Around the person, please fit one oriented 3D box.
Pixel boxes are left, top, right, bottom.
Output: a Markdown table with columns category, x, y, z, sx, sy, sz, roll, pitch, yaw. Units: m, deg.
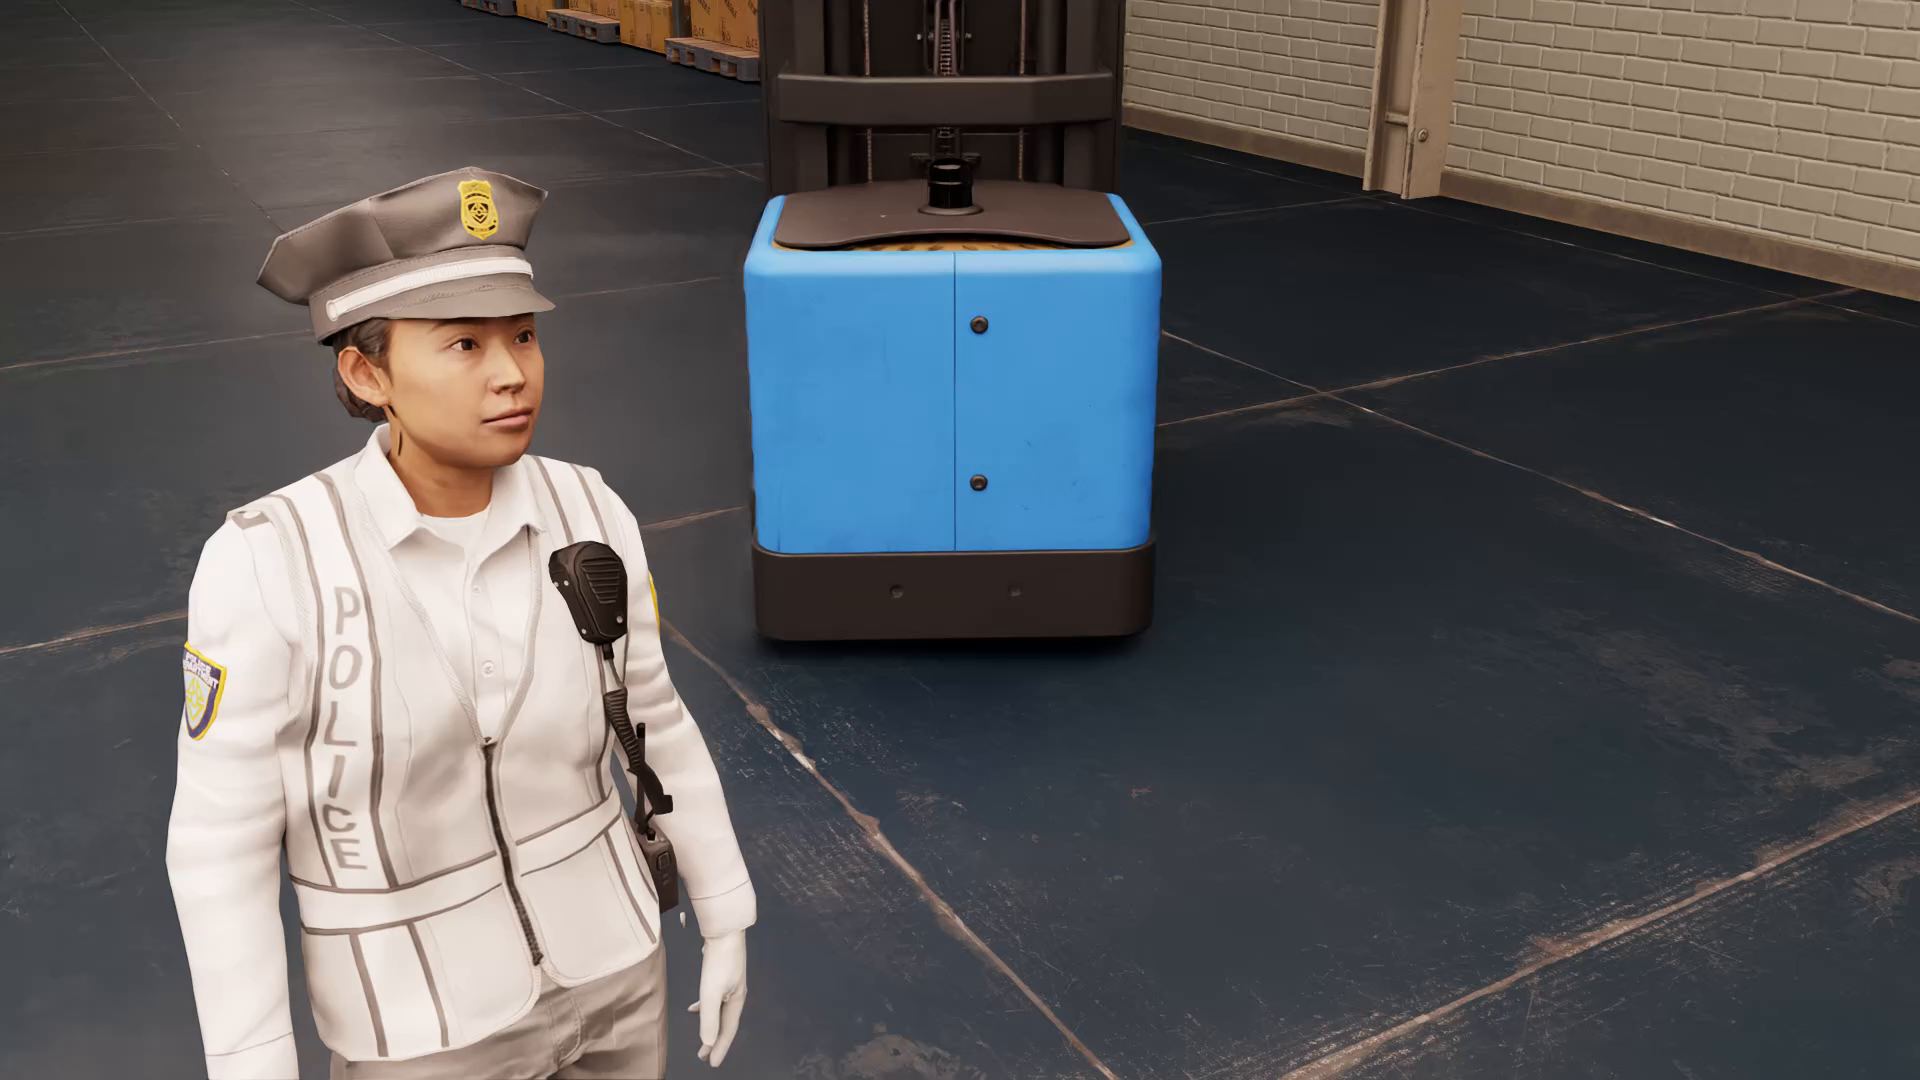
| category | x | y | z | sx | sy | sz | roll | pitch | yaw |
| --- | --- | --- | --- | --- | --- | --- | --- | --- | --- |
| person | -0.437 | 0.495 | 1.676 | 0.588 | 1.695 | 0.532 | -18 | 28 | -36 |

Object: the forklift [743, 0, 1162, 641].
| category | x | y | z | sx | sy | sz | roll | pitch | yaw |
| --- | --- | --- | --- | --- | --- | --- | --- | --- | --- |
| forklift | -0.064 | -1.608 | 5.191 | 1.130 | 2.935 | 3.031 | -1 | 22 | -2 |
